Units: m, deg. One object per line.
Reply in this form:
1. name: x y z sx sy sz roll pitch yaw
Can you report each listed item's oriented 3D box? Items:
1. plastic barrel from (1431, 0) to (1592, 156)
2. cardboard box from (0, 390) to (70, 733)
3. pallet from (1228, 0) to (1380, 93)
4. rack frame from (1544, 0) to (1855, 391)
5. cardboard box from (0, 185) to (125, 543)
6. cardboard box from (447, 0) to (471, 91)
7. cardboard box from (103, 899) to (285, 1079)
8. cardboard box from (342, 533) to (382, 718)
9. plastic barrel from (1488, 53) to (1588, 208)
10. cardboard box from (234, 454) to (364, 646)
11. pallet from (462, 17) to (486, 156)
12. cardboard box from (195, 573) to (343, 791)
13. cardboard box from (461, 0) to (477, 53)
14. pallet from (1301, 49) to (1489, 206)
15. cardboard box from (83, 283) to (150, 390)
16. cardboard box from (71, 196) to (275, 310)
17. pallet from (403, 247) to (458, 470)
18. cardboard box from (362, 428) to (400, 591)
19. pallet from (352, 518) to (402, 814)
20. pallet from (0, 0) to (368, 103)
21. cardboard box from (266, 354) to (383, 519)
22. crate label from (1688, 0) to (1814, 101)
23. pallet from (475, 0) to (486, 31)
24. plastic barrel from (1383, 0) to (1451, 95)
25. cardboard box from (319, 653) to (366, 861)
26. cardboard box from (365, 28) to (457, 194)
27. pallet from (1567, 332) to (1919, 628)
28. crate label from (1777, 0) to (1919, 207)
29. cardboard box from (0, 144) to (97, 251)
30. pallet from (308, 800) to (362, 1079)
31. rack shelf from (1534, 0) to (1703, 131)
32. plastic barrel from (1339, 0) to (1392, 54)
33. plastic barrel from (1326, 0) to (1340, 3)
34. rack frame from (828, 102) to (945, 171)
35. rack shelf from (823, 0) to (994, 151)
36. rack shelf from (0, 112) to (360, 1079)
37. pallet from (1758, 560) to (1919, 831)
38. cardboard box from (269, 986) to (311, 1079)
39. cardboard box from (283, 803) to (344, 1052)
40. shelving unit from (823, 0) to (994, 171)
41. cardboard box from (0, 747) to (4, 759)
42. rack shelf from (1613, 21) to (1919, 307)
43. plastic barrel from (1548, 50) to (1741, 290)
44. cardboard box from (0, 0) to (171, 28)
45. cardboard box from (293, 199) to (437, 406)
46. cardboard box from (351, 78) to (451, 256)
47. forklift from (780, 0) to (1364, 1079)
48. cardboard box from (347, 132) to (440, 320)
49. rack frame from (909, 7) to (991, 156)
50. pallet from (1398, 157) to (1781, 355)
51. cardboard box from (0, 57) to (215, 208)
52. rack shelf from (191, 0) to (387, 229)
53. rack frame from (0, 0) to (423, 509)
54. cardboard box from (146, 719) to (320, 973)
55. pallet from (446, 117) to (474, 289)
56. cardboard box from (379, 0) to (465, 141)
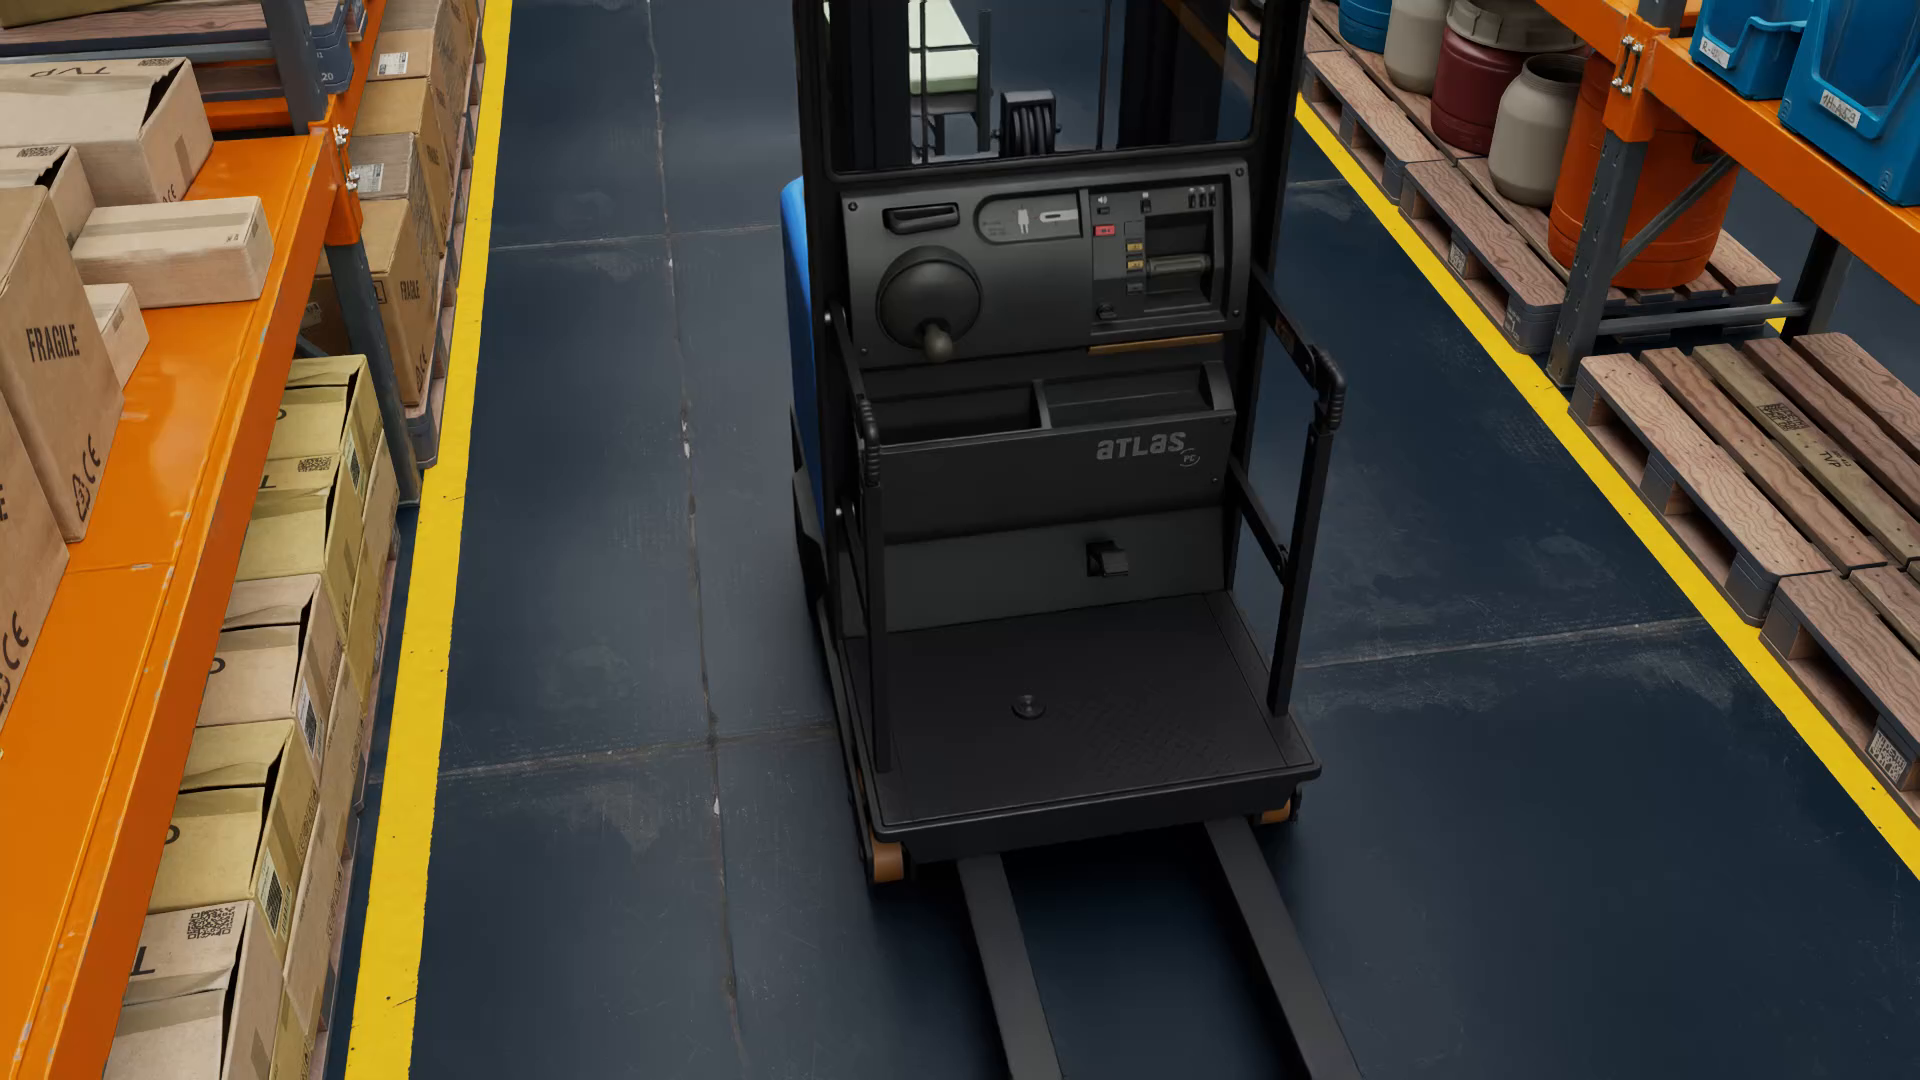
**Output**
1. plastic barrel: 2.322 -1.998 7.000 0.600 0.588 0.708 -6 38 -8
2. cardboard box: -1.852 0.012 2.708 0.500 0.500 0.500 -6 38 -8
3. pallet: 2.015 -2.653 8.493 1.003 0.211 1.213 -6 38 -8
4. rack frame: 2.622 -1.809 5.133 1.000 3.000 0.127 -6 38 -8
5. cardboard box: -1.945 -0.306 3.118 0.500 0.500 0.500 -8 39 -10
6. cardboard box: -2.509 -2.314 7.463 0.500 0.500 0.500 -6 38 -8
7. cardboard box: -1.555 0.944 3.031 0.500 0.311 0.500 -7 38 -9
8. cardboard box: -1.829 0.244 4.390 0.500 0.250 0.500 -7 38 -8
9. plastic barrel: 2.333 -1.617 6.572 0.421 0.512 0.421 0 38 0
10. cardboard box: -1.823 0.023 4.217 0.500 0.311 0.500 -7 38 -9
11. pallet: -2.776 -2.106 7.789 1.003 0.211 1.213 -6 38 -8
12. cardboard box: -1.737 0.328 3.824 0.500 0.311 0.500 -6 38 -8
13. cardboard box: -2.587 -2.614 7.848 0.500 0.500 0.500 -6 38 -8
14. pallet: 2.233 -1.915 7.543 1.003 0.211 1.213 -6 38 -8
15. cardboard box: -1.976 -0.415 3.544 0.380 0.149 0.250 -4 38 -5
16. cardboard box: -1.825 -0.666 3.867 0.380 0.149 0.250 -6 38 -8
17. pallet: -2.348 -0.632 5.892 1.003 0.211 1.213 -6 38 -8
18. cardboard box: -1.922 -0.067 4.790 0.500 0.250 0.500 -5 38 -7
19. pallet: -2.149 0.324 4.661 1.003 0.211 1.213 -6 38 -8
20. pallet: -2.443 -1.604 5.027 1.213 0.211 1.003 -6 38 -8
21. cardboard box: -1.921 -0.290 4.620 0.500 0.311 0.500 -5 38 -7
22. crate label: 2.327 -1.448 4.805 0.303 0.233 0.416 -6 38 -8
23. pallet: -3.076 -3.008 8.950 1.003 0.211 1.213 -6 38 -8
24. plastic barrel: 2.135 -2.299 7.450 0.421 0.512 0.421 0 38 0
25. cardboard box: -1.743 0.548 3.998 0.500 0.250 0.500 -5 38 -7
26. cardboard box: -2.330 -1.704 6.678 0.500 0.500 0.500 -7 38 -9
27. pallet: 2.720 -0.236 5.381 1.003 0.211 1.213 -6 38 -8
28. crate label: 2.530 -1.194 4.313 0.502 0.435 0.616 -6 38 -8
29. cardboard box: -2.289 -0.682 3.756 0.500 0.311 0.500 -7 38 -8
30. pallet: -1.938 1.060 3.714 1.003 0.211 1.213 -6 38 -8
31. rack shelf: 2.272 -2.733 6.909 1.077 0.370 4.000 -6 38 -8
32. plastic barrel: 2.124 -2.804 7.782 0.600 0.901 0.708 -6 38 -8
33. plastic barrel: 2.000 -3.232 8.333 0.600 0.901 0.708 -6 38 -8
34. rack frame: -0.252 -1.347 5.761 0.400 1.500 0.023 -7 38 -9
35. rack shelf: -0.181 -1.435 5.238 0.431 0.370 0.720 -7 38 -9
36. rack shelf: -1.904 0.214 3.116 1.077 0.370 4.000 -6 38 -8
37. pallet: 2.931 0.500 4.435 1.003 0.211 1.213 -6 38 -8
38. cardboard box: -1.562 1.166 3.203 0.500 0.250 0.500 -7 38 -9
39. cardboard box: -1.650 0.859 3.599 0.500 0.250 0.500 -6 38 -7
40. shelving unit: -0.181 -1.126 5.478 0.431 1.500 0.755 -7 38 -9
41. cardboard box: -1.764 0.314 2.319 0.500 0.500 0.500 -4 38 -5
42. rack shelf: 2.973 -0.317 3.799 1.077 0.370 4.000 -6 38 -8
43. plastic barrel: 2.520 -1.411 6.048 0.600 0.830 0.708 -6 38 -8
44. cardboard box: -2.476 -1.852 4.765 0.700 0.500 0.500 -19 42 -23
45. cardboard box: -2.053 -0.771 5.476 0.500 0.500 0.500 -5 38 -6
46. cardboard box: -2.234 -1.390 6.273 0.500 0.500 0.500 -7 38 -9
47. forklift: 0.247 -0.554 3.573 1.130 2.935 3.031 -7 38 -9
48. cardboard box: -2.151 -1.086 5.882 0.500 0.500 0.500 -8 38 -10
49. rack frame: -0.110 -0.906 5.194 0.400 1.500 0.023 -7 38 -9
50. pallet: 2.443 -1.179 6.596 1.003 0.211 1.213 -6 38 -8
51. cardboard box: -2.234 -1.019 4.189 0.500 0.311 0.500 -4 38 -5
52. rack shelf: -2.605 -2.202 6.226 1.077 0.370 4.000 -6 38 -8
53. rack frame: -2.255 -1.278 4.451 1.000 3.000 0.127 -6 38 -8
54. cardboard box: -1.652 0.631 3.434 0.500 0.311 0.500 -5 38 -7
55. pallet: -2.559 -1.367 6.838 1.003 0.211 1.213 -6 38 -8
56. cardboard box: -2.422 -2.011 7.073 0.500 0.500 0.500 -6 38 -7
